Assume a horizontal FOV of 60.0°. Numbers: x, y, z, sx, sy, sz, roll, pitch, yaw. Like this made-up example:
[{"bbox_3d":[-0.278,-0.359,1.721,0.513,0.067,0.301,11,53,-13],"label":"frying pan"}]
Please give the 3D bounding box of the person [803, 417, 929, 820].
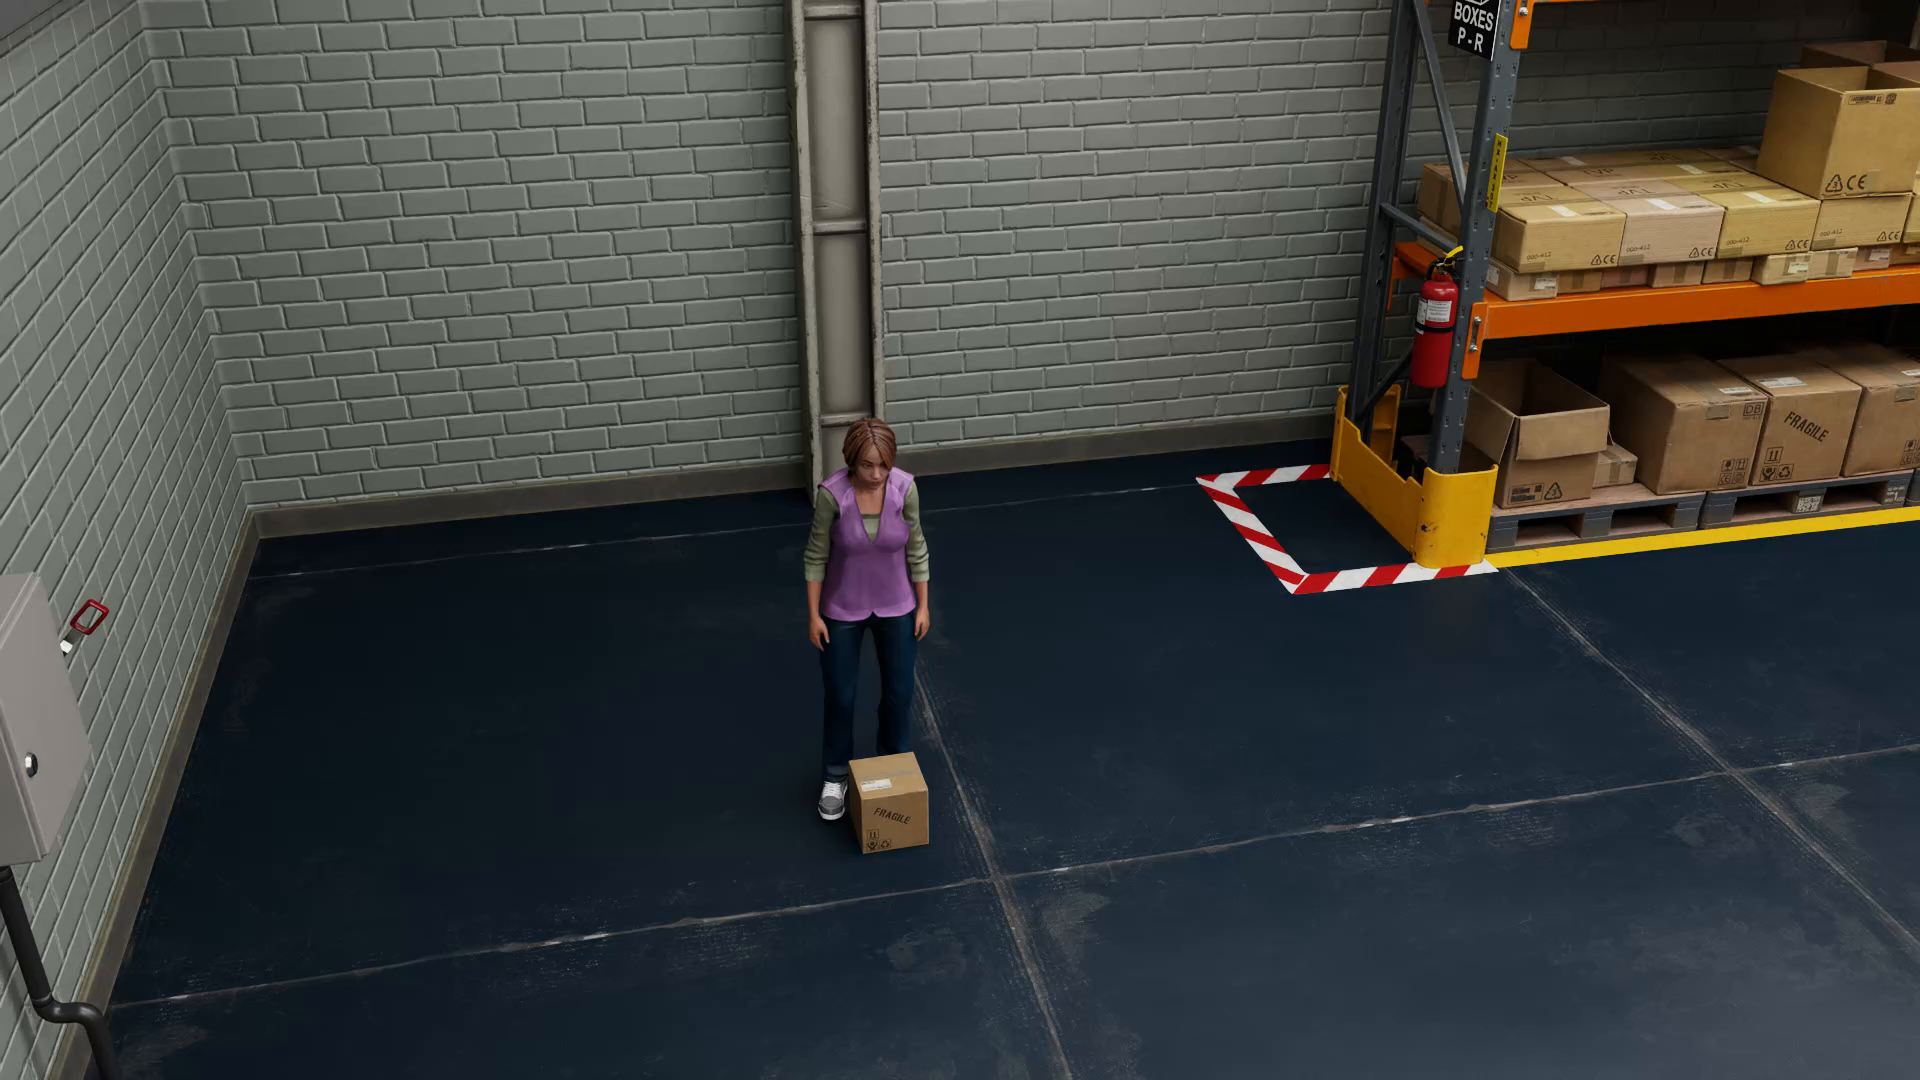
[{"bbox_3d":[-0.334,0.273,6.097,0.460,1.592,0.344,-6,28,-11],"label":"person"}]
